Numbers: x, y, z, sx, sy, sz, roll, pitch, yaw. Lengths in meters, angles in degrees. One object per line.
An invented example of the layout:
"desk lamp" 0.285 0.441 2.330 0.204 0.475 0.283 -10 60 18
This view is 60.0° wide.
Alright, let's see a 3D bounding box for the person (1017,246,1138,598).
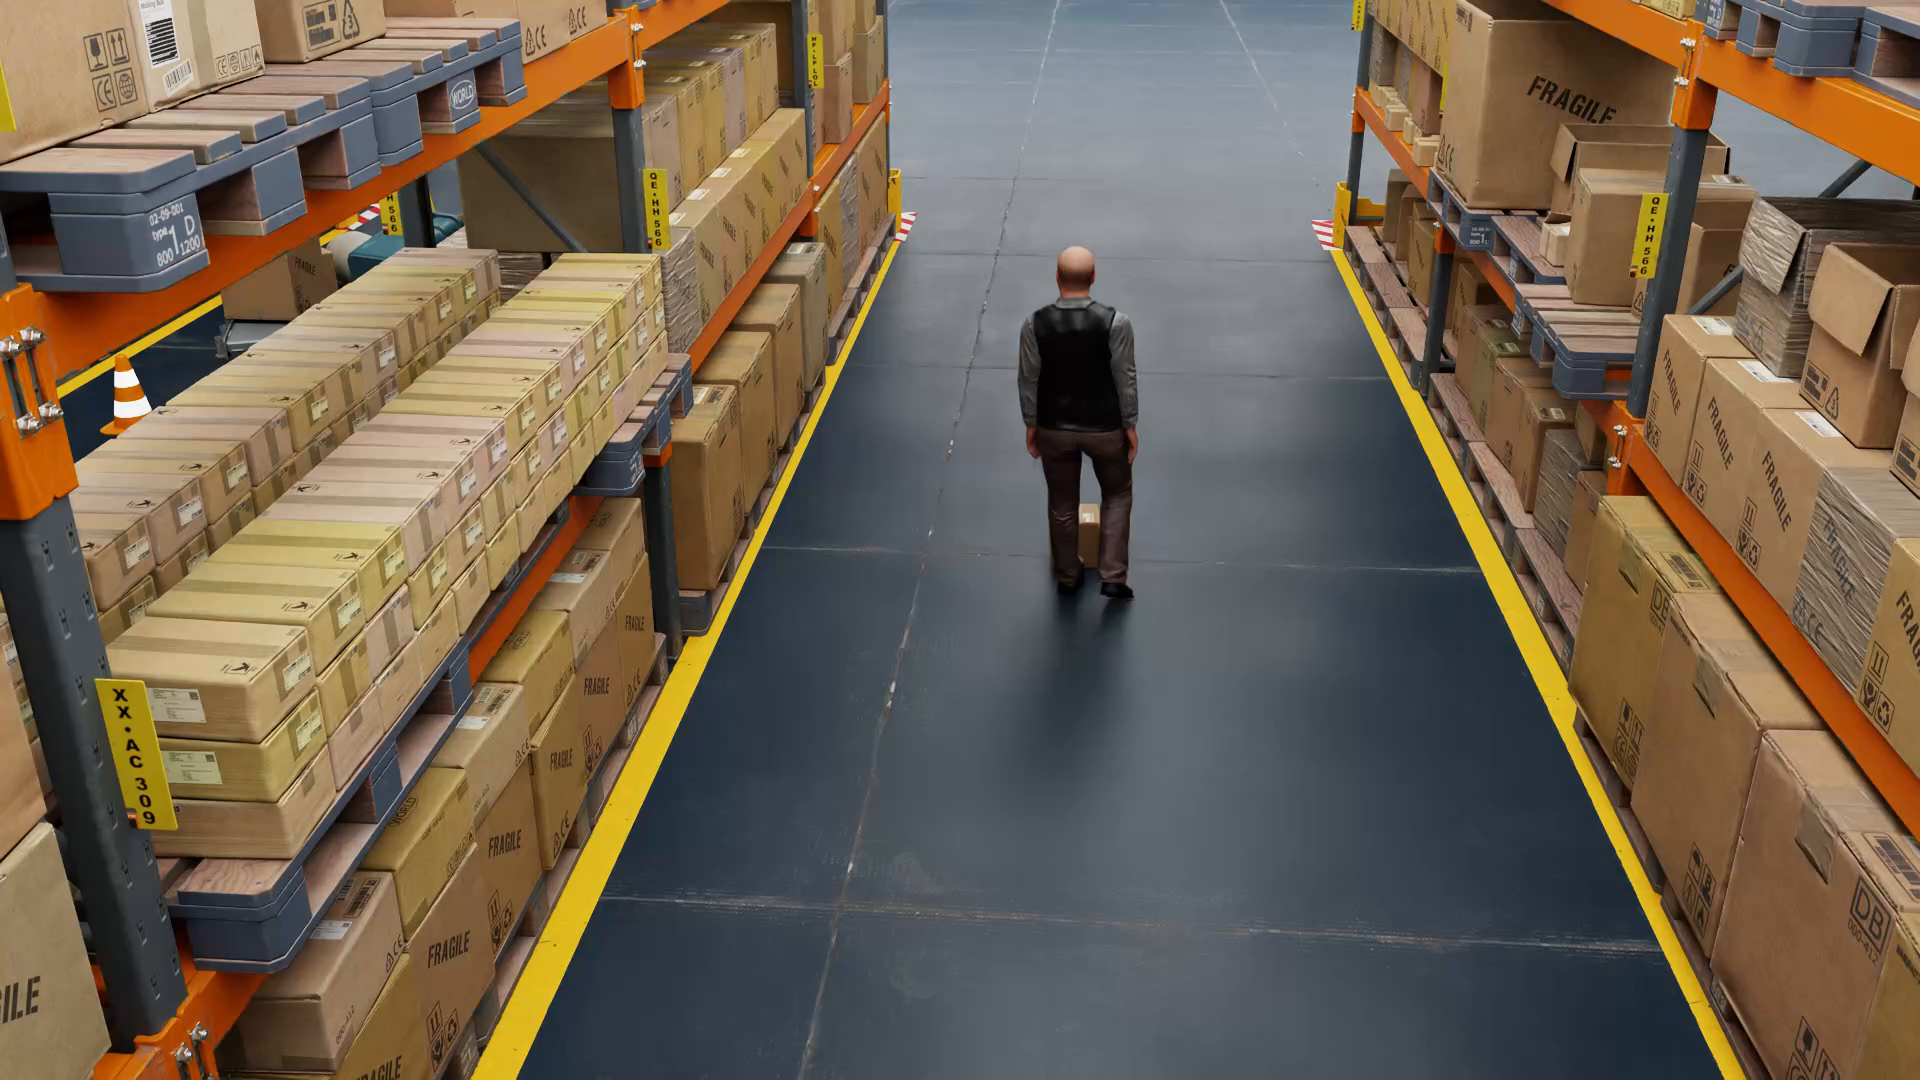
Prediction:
"person" 0.566 -0.522 7.781 0.573 1.751 0.491 4 25 9
